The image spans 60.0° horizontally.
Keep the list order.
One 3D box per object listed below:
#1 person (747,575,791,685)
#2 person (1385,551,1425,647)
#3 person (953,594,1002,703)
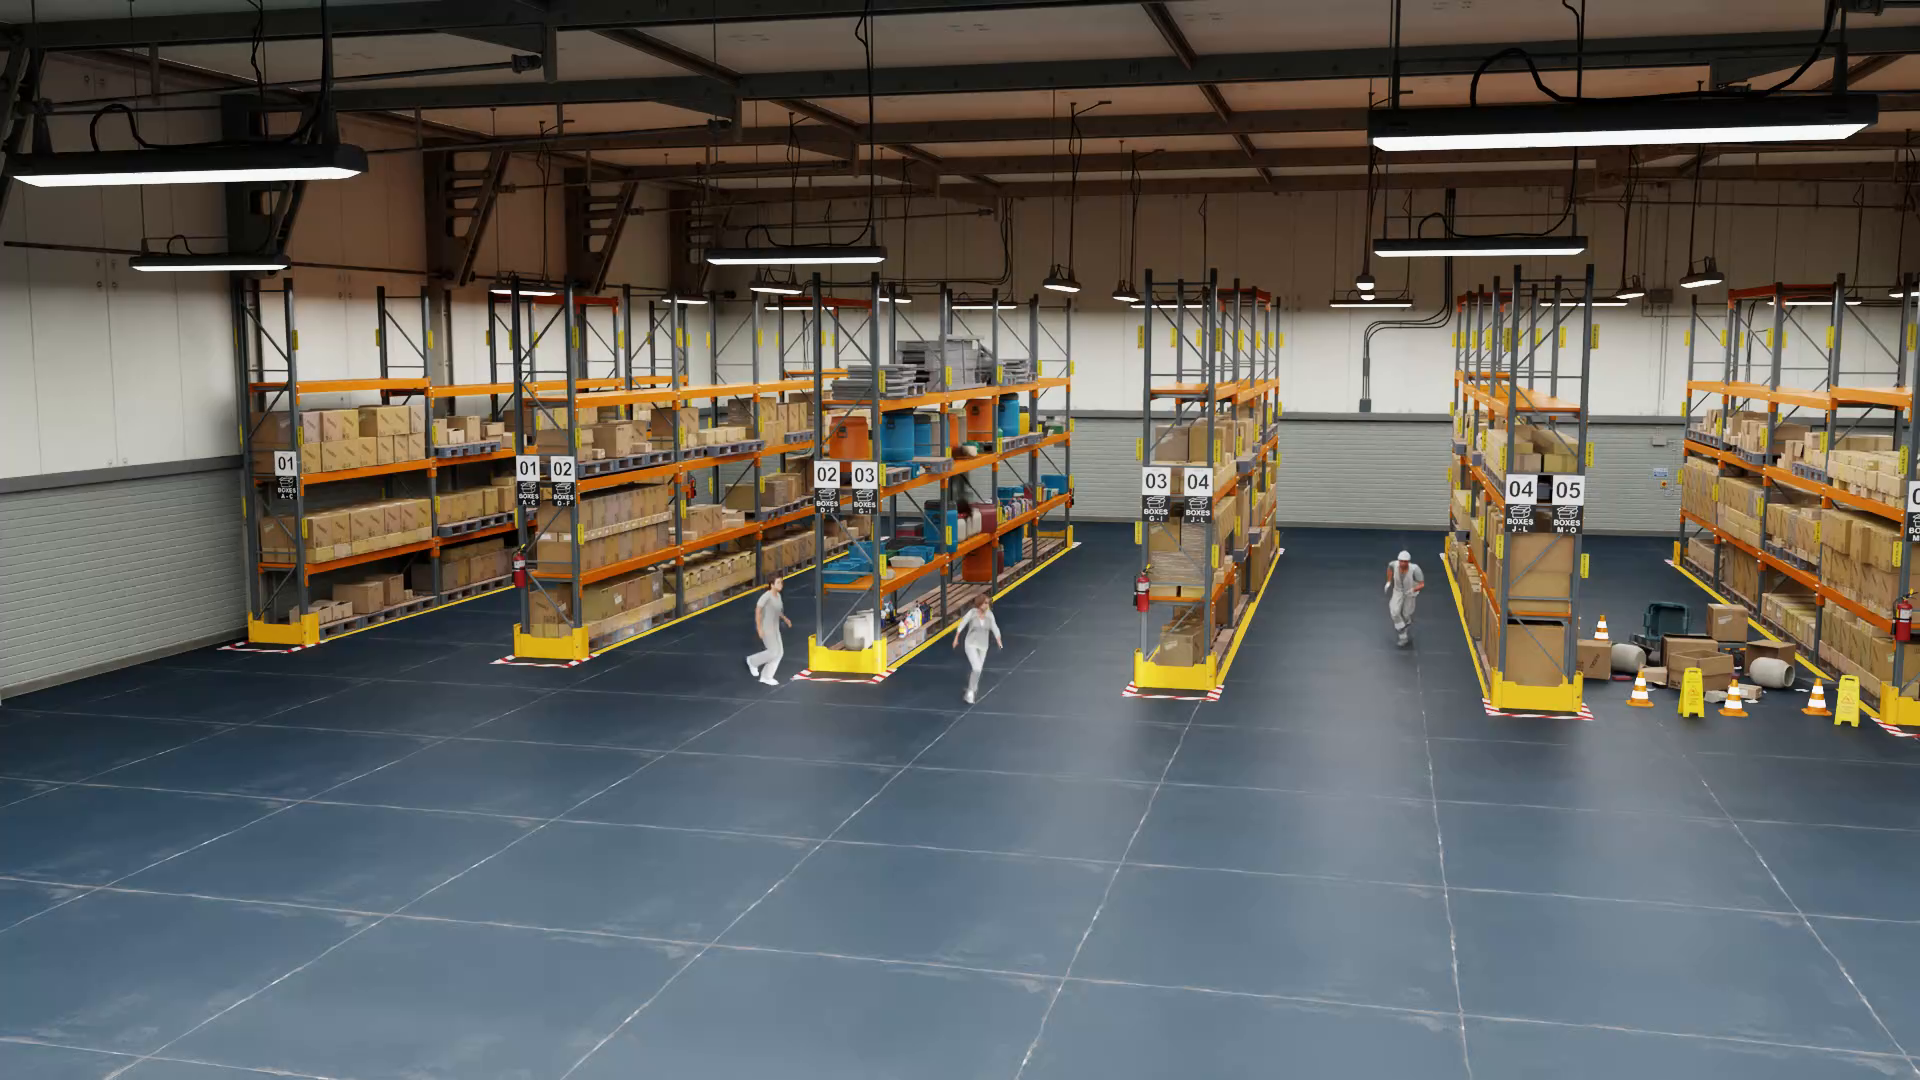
[{"bbox_3d":[-2.816,1.304,24.376,0.664,1.608,0.574,3,8,24],"label":"person"},{"bbox_3d":[7.374,0.923,27.522,0.678,1.598,1.136,3,7,23],"label":"person"},{"bbox_3d":[0.266,1.514,22.860,0.514,1.515,0.775,-3,8,-27],"label":"person"}]
